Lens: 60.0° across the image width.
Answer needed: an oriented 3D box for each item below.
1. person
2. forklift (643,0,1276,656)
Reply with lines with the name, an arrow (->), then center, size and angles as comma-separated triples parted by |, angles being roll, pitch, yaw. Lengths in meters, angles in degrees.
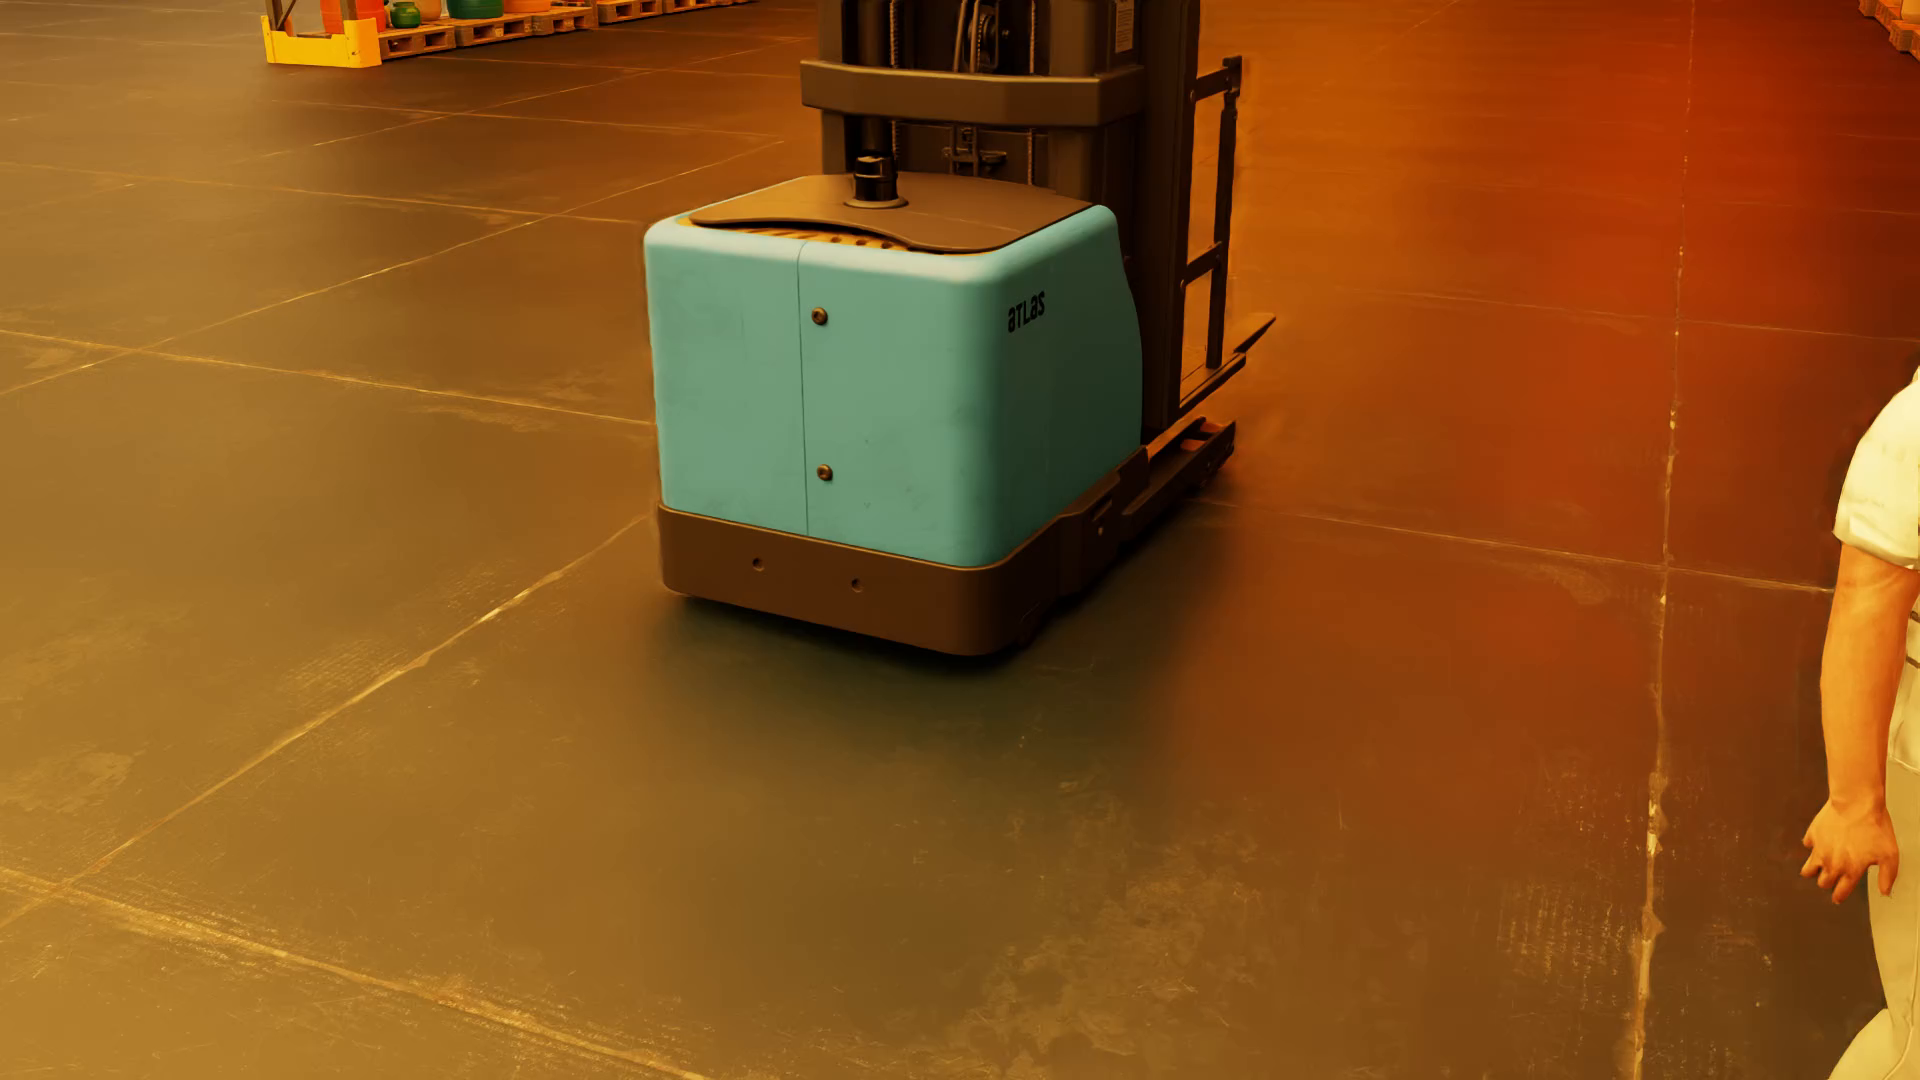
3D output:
person -> 1.438, 0.293, 2.148 | 0.682, 1.734, 0.485 | -11, 25, -25
forklift -> 0.284, -1.590, 5.096 | 1.130, 2.935, 3.031 | 11, 25, 25
